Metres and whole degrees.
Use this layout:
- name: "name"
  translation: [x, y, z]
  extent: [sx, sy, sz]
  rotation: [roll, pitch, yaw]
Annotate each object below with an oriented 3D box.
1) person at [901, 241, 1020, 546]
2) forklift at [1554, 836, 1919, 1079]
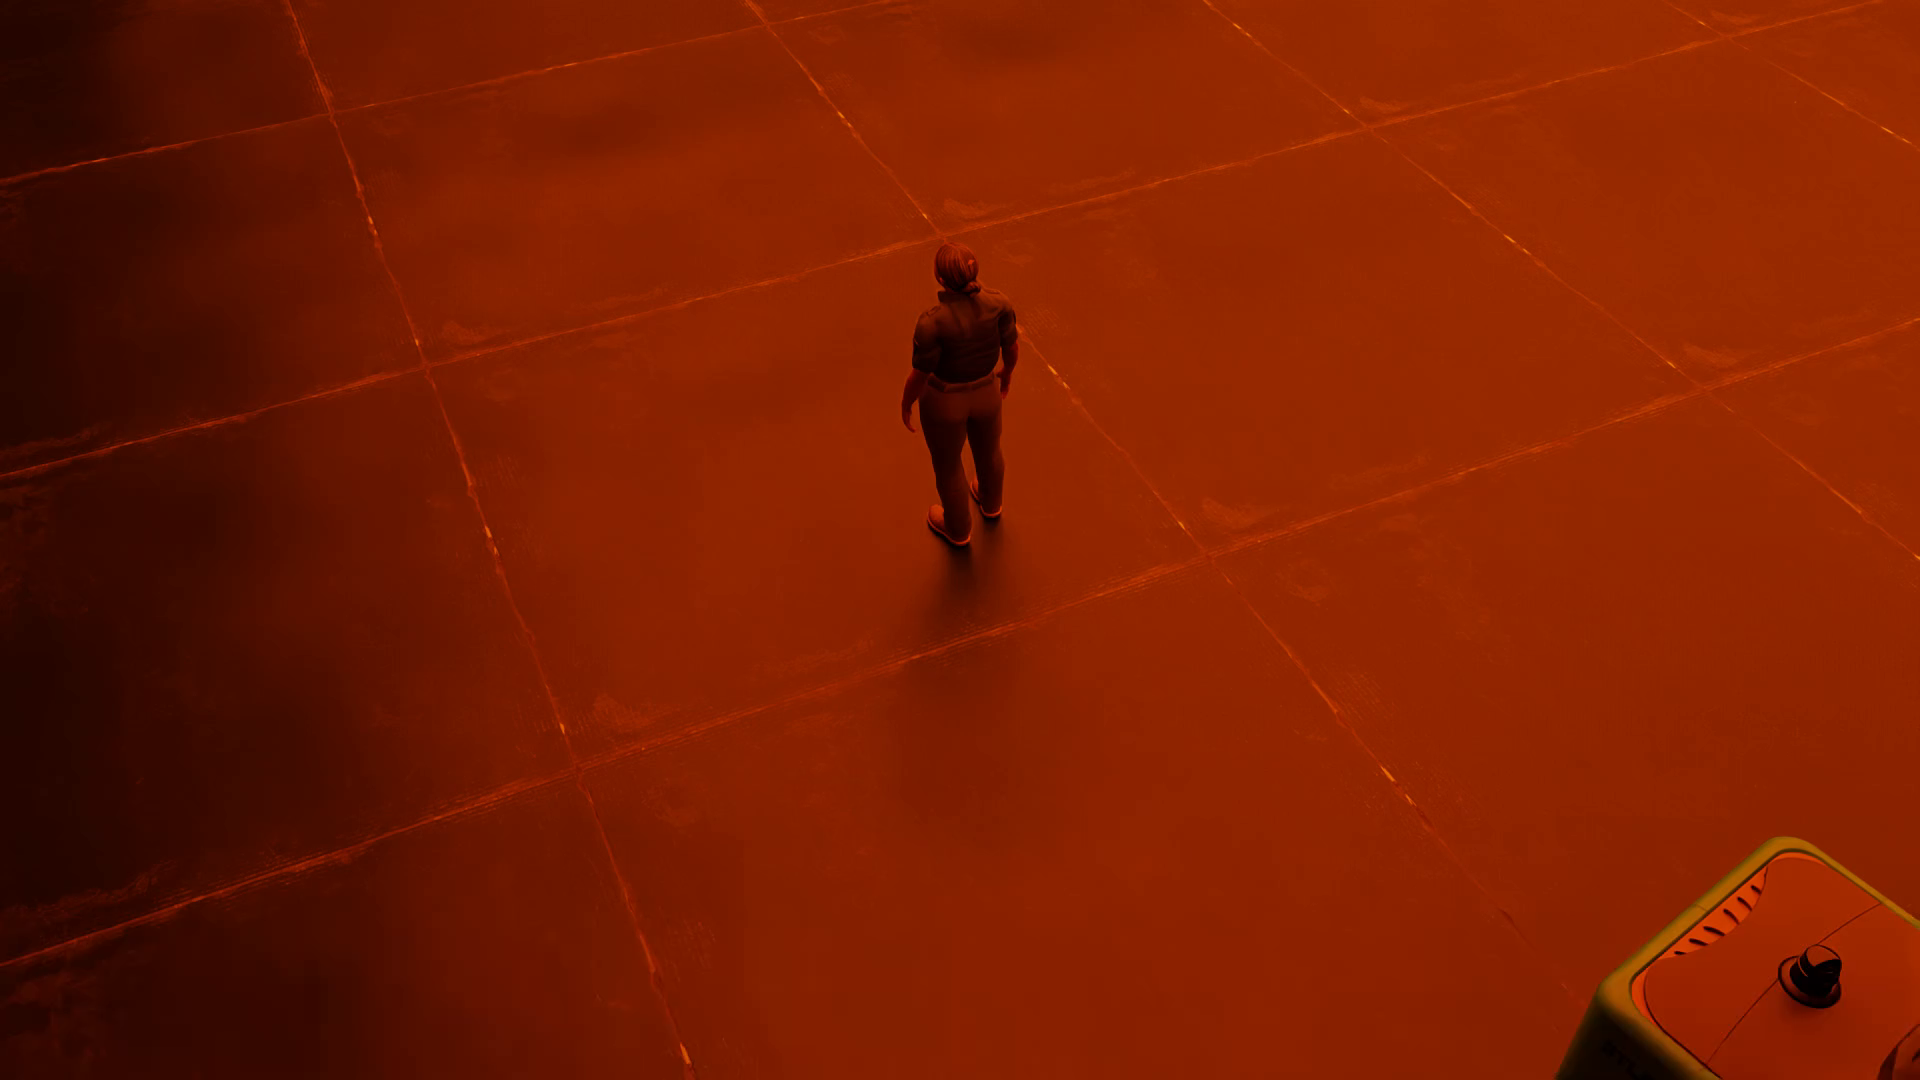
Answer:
- name: "person"
  translation: [-0.018, -0.670, 7.323]
  extent: [0.569, 1.654, 0.504]
  rotation: [-18, 46, -18]
- name: "forklift"
  translation: [3.143, 1.628, 3.936]
  extent: [1.130, 2.935, 3.031]
  rotation: [-27, 50, -26]
